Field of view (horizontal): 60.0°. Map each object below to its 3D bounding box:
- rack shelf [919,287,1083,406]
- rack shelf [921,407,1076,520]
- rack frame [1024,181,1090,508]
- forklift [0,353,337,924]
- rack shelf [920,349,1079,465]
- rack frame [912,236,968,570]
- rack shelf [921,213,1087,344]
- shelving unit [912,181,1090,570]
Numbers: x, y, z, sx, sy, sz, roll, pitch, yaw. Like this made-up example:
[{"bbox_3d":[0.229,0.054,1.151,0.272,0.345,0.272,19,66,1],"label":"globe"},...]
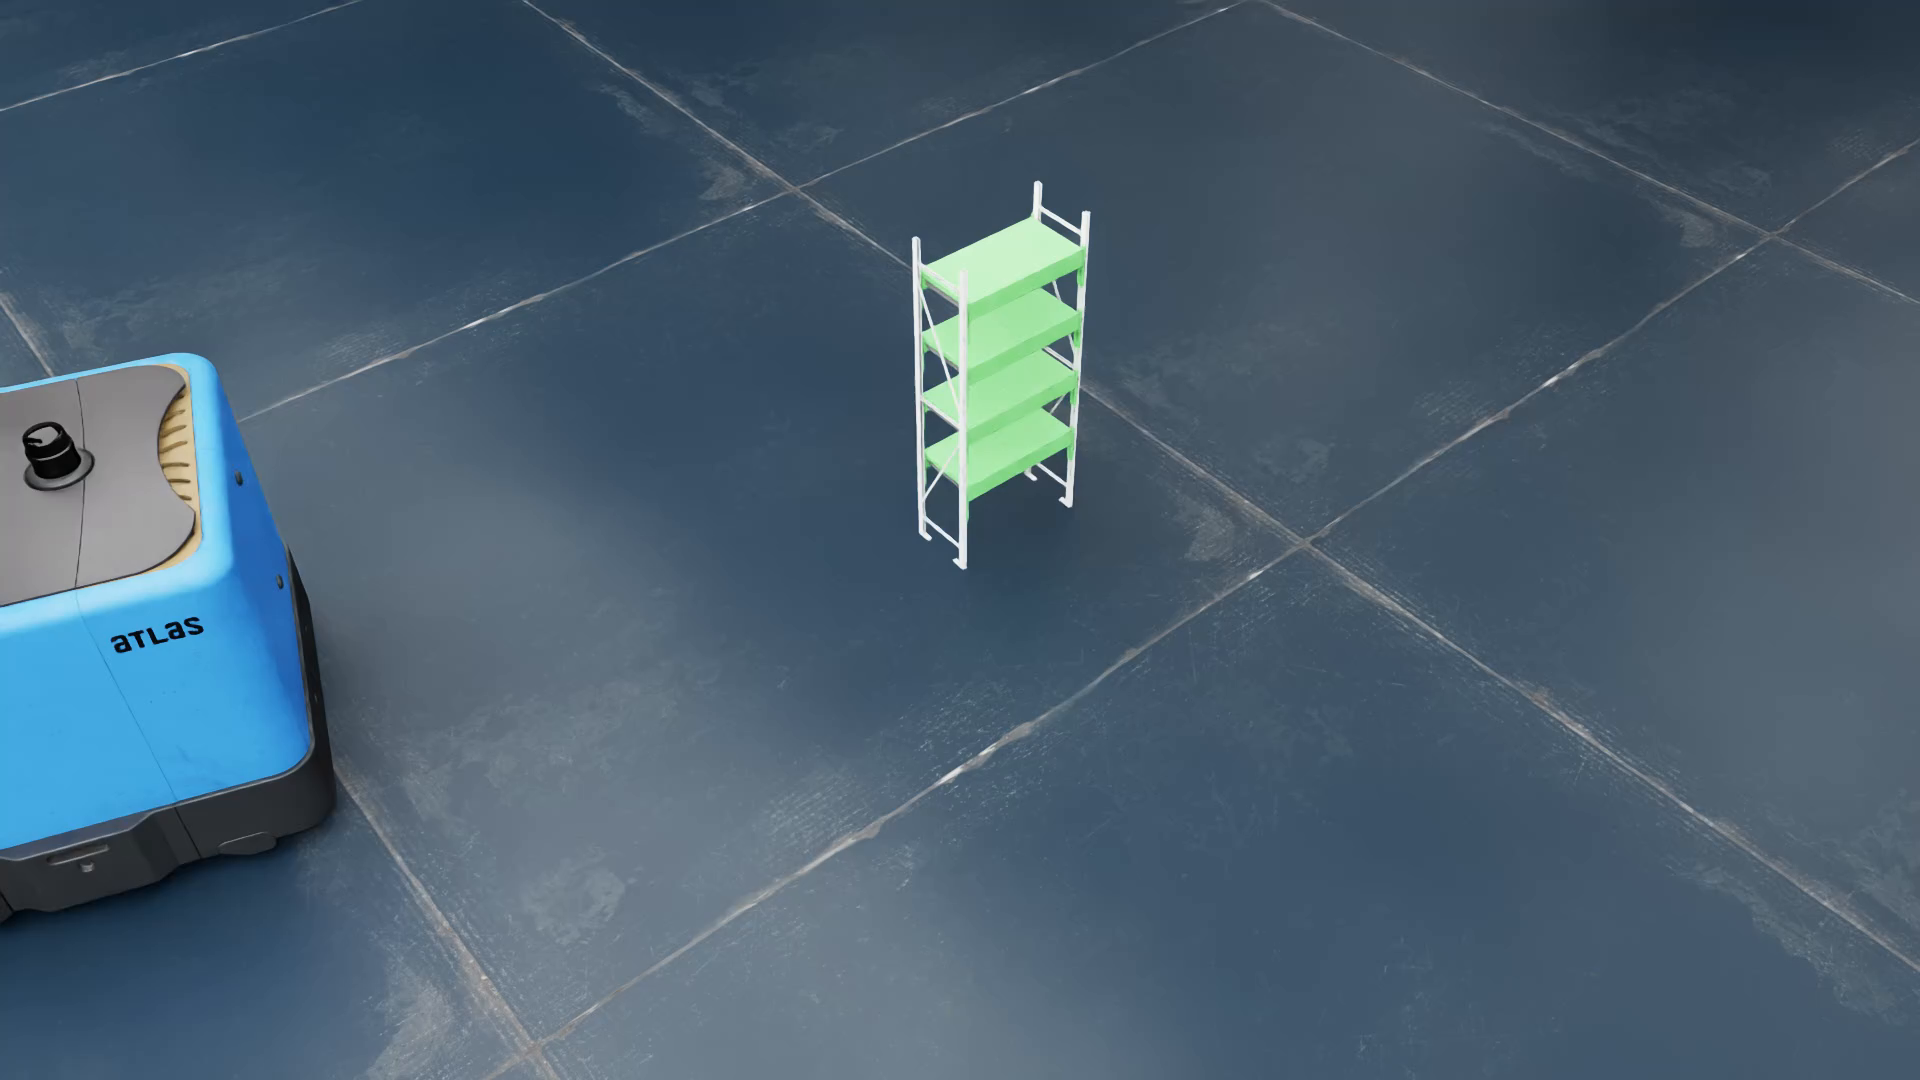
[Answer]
[{"bbox_3d":[0.127,-0.638,5.296,0.480,0.148,0.258,-30,51,-28],"label":"rack shelf"},{"bbox_3d":[0.127,-0.289,5.625,0.480,0.148,0.258,-30,51,-28],"label":"rack shelf"},{"bbox_3d":[0.314,-0.617,5.531,0.015,1.200,0.240,-30,51,-28],"label":"rack frame"},{"bbox_3d":[-3.386,-0.171,3.791,3.031,2.935,1.130,-15,45,-15],"label":"forklift"},{"bbox_3d":[0.127,-0.463,5.460,0.480,0.148,0.258,-30,51,-28],"label":"rack shelf"},{"bbox_3d":[-0.060,-0.403,5.303,0.015,1.200,0.240,-30,51,-28],"label":"rack frame"},{"bbox_3d":[0.127,-0.813,5.132,0.480,0.148,0.258,-30,51,-28],"label":"rack shelf"},{"bbox_3d":[0.127,-0.510,5.417,0.503,1.200,0.258,-30,51,-28],"label":"shelving unit"}]
